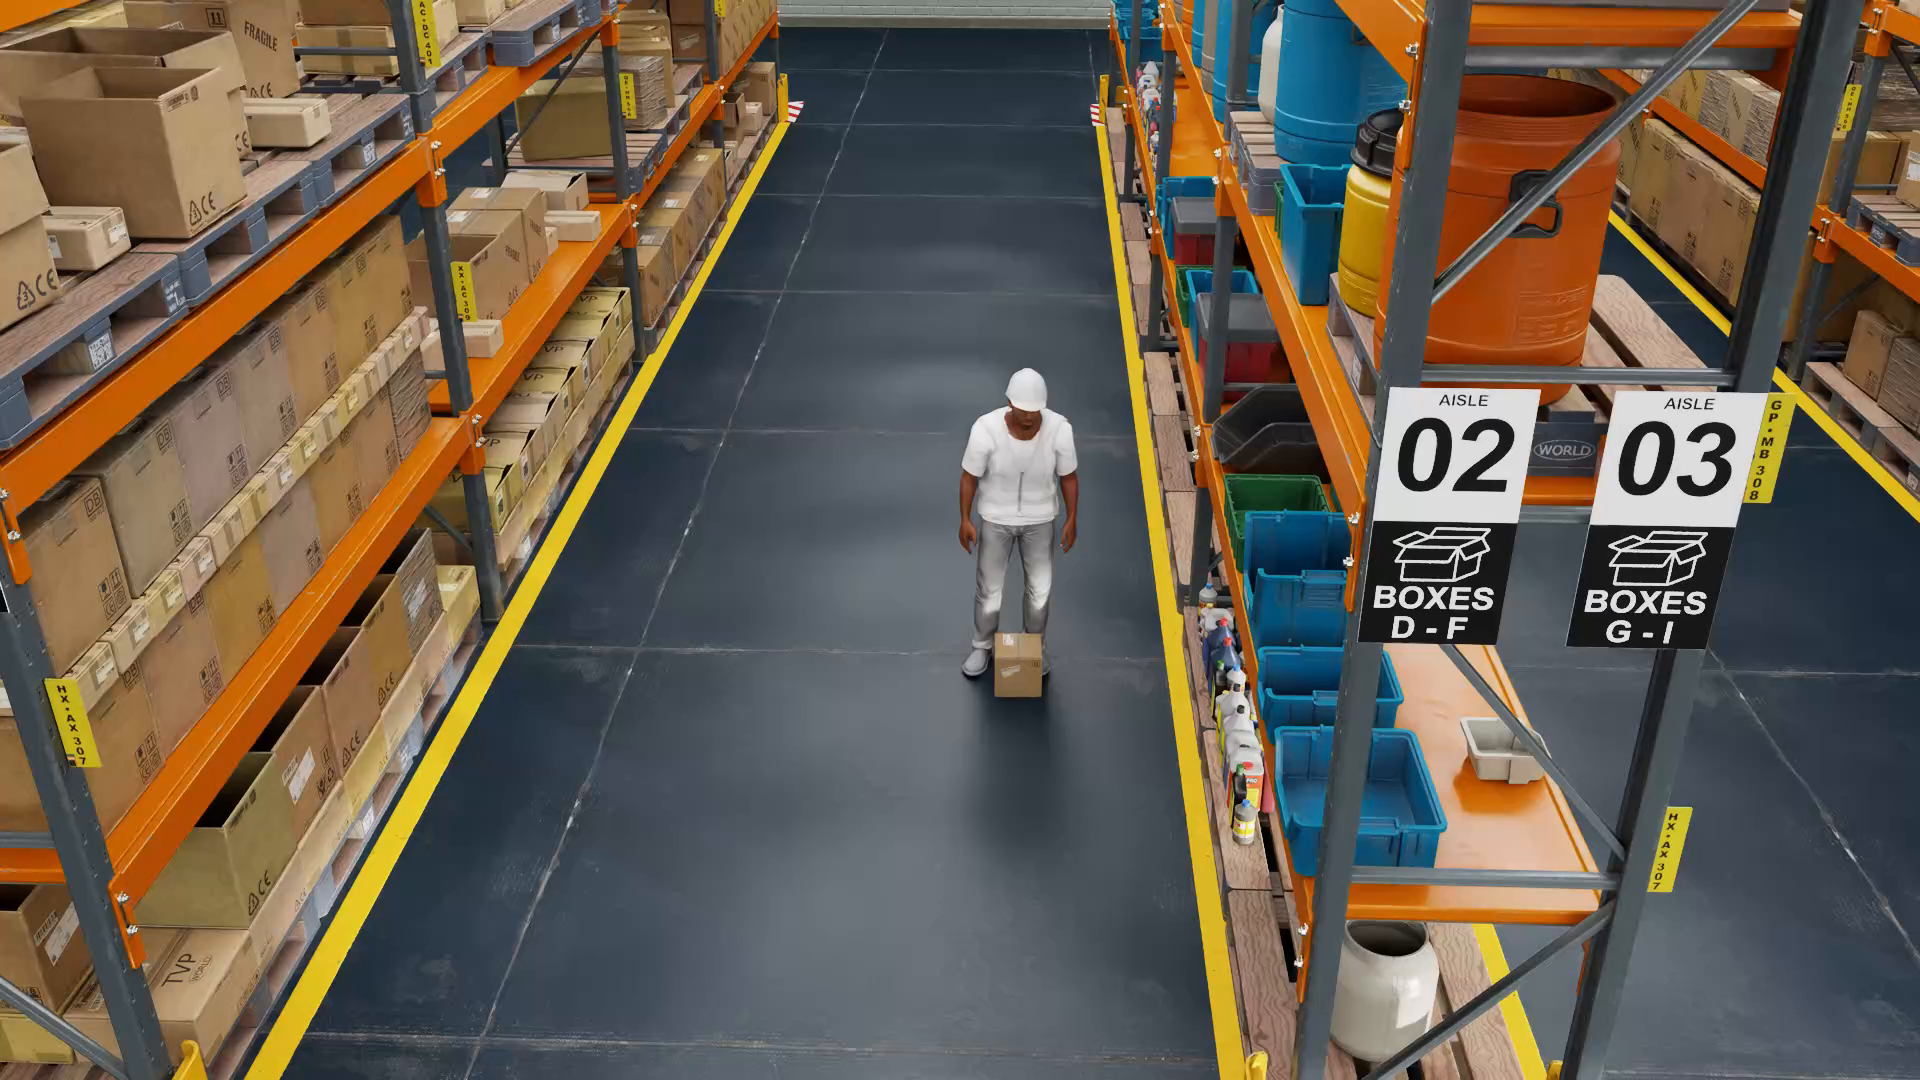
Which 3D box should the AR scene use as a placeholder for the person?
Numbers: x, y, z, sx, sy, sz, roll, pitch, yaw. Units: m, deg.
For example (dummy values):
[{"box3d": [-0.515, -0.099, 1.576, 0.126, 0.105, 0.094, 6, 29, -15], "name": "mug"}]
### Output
[{"box3d": [0.310, -0.099, 8.790, 0.633, 1.759, 0.462, -1, 28, -1], "name": "person"}]
